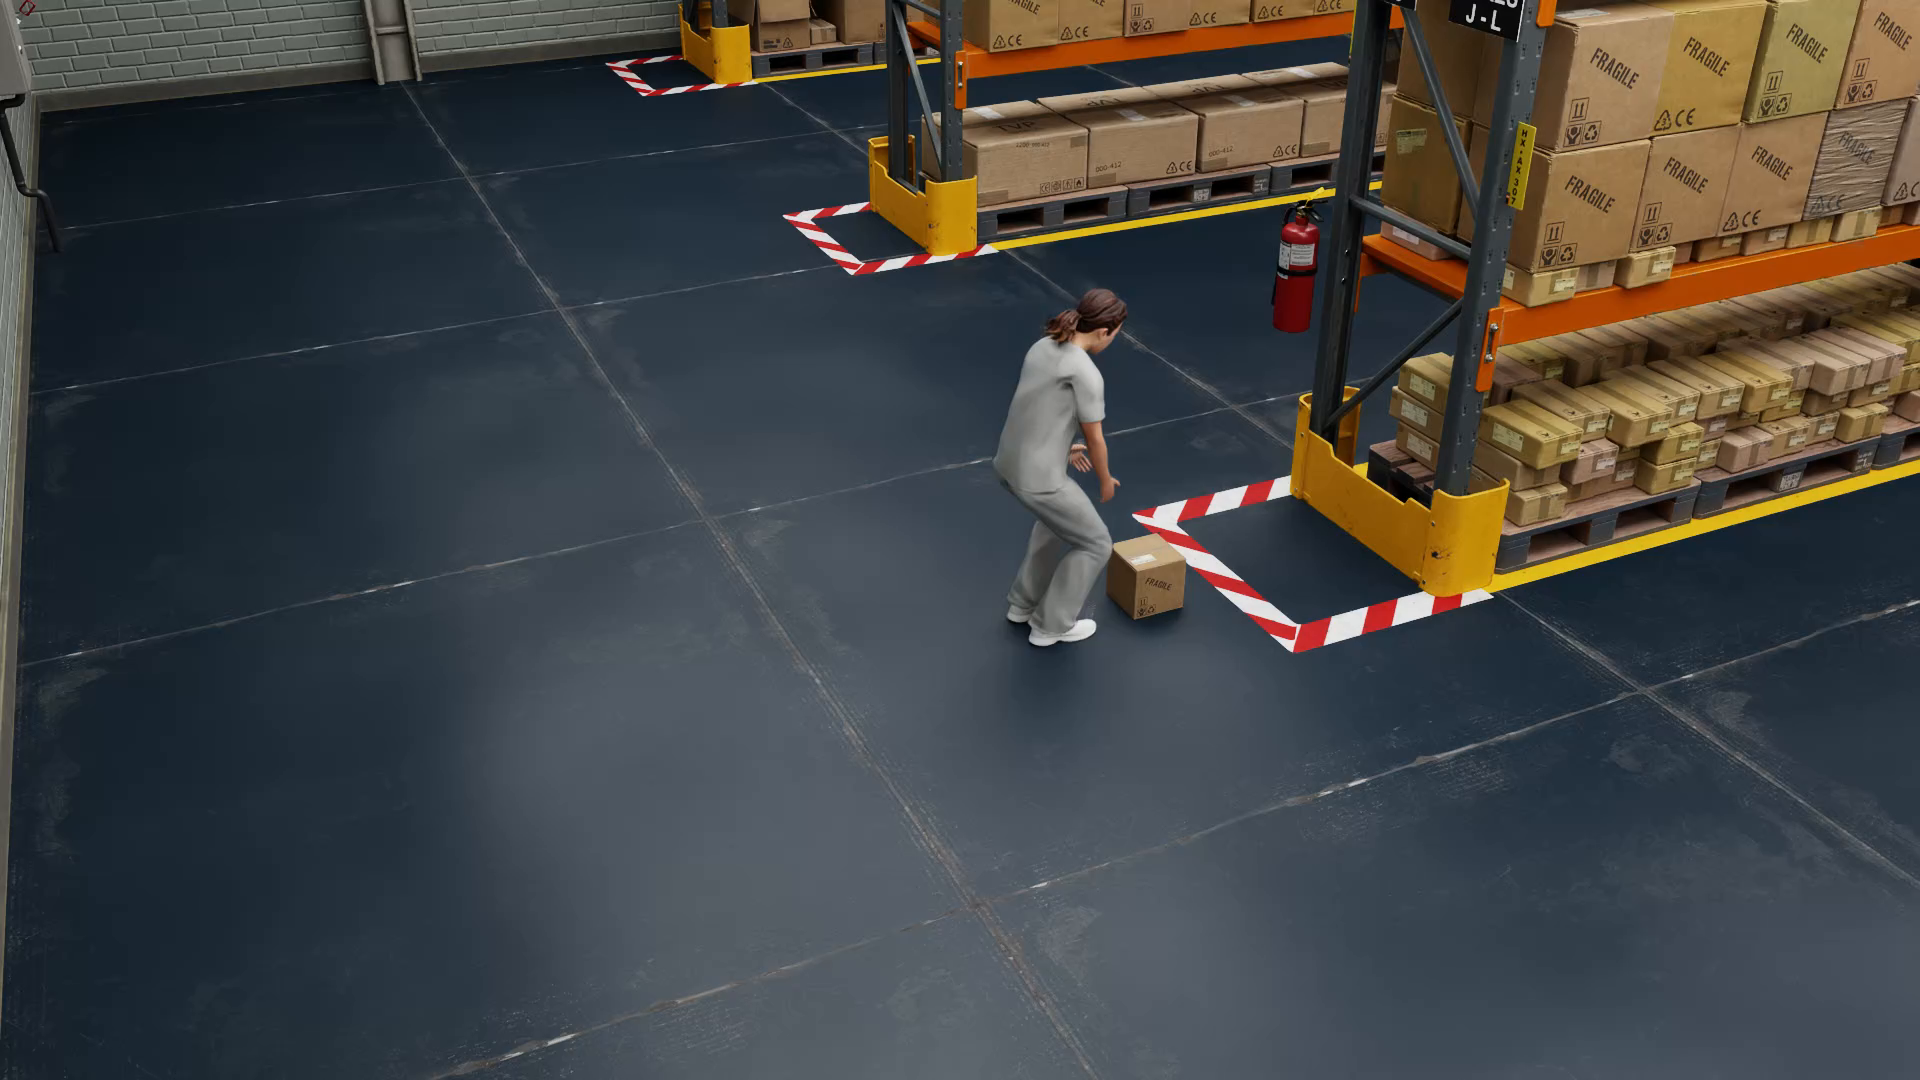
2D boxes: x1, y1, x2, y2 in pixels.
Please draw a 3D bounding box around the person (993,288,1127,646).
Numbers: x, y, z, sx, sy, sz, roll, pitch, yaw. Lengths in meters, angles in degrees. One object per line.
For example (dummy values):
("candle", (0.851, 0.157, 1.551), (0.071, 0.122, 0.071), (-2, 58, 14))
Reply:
("person", (0.407, -0.301, 6.854), (0.554, 1.493, 0.486), (-13, 32, -21))
